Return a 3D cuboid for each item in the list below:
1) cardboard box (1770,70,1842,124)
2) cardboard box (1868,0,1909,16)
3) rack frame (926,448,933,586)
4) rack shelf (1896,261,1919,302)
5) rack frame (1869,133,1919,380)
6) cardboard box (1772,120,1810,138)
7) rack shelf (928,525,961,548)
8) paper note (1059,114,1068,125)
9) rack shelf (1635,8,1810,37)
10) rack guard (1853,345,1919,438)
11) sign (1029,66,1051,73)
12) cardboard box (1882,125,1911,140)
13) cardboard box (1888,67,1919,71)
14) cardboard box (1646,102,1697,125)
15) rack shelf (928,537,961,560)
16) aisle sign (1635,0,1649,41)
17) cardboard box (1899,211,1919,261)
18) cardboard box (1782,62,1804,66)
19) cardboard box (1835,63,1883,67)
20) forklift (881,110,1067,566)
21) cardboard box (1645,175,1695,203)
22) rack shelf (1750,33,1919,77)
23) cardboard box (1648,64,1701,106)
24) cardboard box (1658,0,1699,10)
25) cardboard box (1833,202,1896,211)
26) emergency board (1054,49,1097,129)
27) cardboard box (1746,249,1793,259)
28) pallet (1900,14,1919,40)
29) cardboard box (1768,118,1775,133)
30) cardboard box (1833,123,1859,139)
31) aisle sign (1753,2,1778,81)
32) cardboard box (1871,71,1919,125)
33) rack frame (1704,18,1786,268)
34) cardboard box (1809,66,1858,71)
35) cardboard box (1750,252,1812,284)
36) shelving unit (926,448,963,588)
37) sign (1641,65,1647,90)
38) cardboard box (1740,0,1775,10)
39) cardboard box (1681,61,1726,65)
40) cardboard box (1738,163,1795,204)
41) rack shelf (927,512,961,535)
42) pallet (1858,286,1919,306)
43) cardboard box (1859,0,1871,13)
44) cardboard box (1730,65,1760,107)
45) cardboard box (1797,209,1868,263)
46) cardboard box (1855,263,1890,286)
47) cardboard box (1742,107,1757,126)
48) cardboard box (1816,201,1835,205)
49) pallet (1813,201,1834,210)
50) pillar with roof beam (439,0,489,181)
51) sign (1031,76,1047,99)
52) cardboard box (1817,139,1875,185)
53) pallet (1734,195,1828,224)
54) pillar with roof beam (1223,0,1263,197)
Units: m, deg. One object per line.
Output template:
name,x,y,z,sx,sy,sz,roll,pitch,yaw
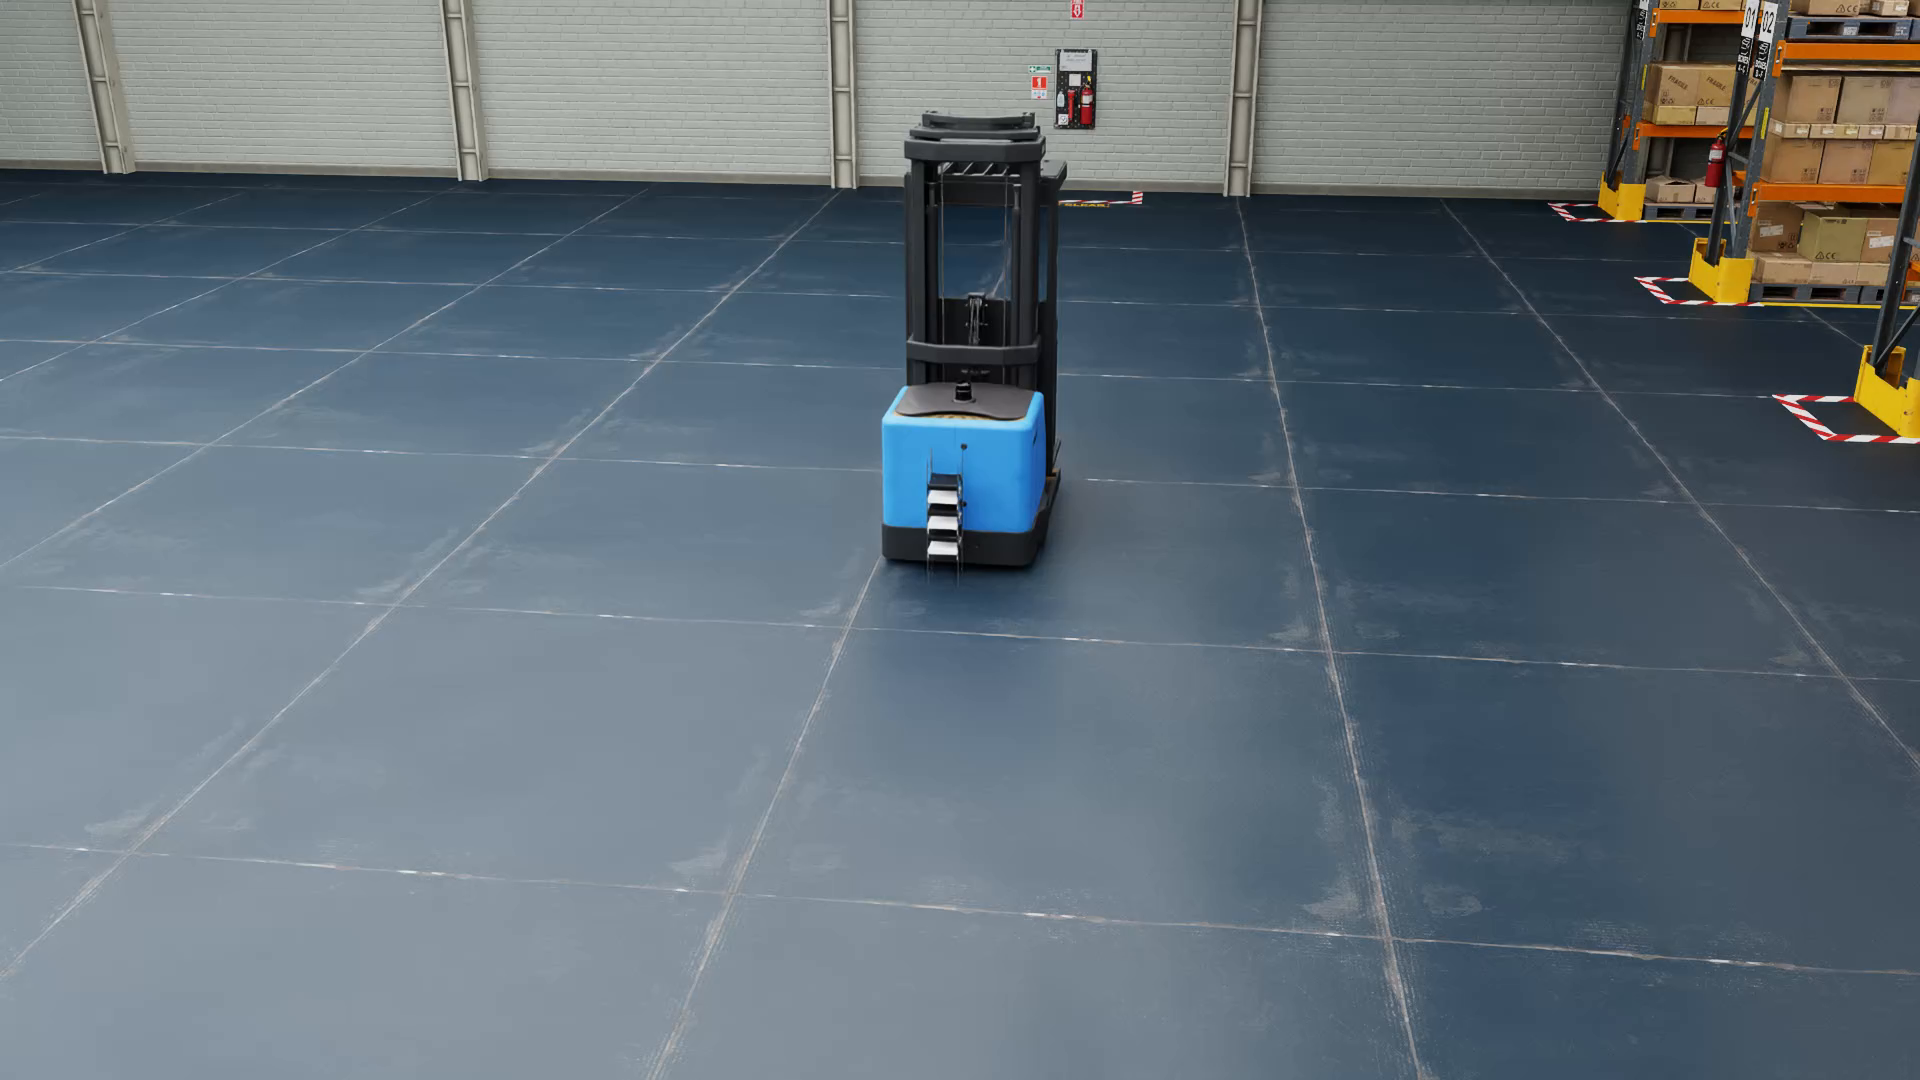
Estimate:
cardboard box,9.278,-4.887,18.321,0.500,0.500,0.700,3,22,6
cardboard box,9.911,-5.688,17.747,0.250,0.149,0.380,2,22,6
rack frame,-0.201,-0.152,11.099,0.006,0.900,0.240,3,22,7
rack shelf,10.163,-2.035,13.986,4.000,0.370,1.077,2,22,6
rack frame,8.176,-2.456,14.072,0.127,3.000,1.000,2,22,6
cardboard box,9.127,-4.517,18.267,0.250,0.149,0.380,2,22,6
rack shelf,-0.100,-0.032,11.133,0.200,0.077,0.258,3,22,7
paper note,1.564,-6.362,25.151,0.142,0.148,0.016,2,22,6
rack shelf,11.329,-7.047,22.583,4.000,0.370,1.077,2,22,6
rack guard,8.257,-1.307,14.567,0.348,0.500,1.175,2,22,6
sign,1.198,-7.060,24.949,0.331,0.109,0.001,2,22,6
cardboard box,10.153,-4.473,18.155,0.250,0.149,0.380,2,22,4
cardboard box,12.809,-6.096,22.436,0.500,0.500,0.500,2,22,6
cardboard box,9.790,-5.876,22.899,0.500,0.250,0.500,2,22,5
rack shelf,-0.100,0.052,11.166,0.200,0.077,0.258,3,22,7
aisle sign,9.236,-7.176,22.474,0.004,0.787,0.394,2,22,6
cardboard box,10.759,-3.359,18.506,0.500,0.500,0.500,2,22,6
cardboard box,11.348,-6.351,23.080,0.500,0.500,0.500,3,22,7
cardboard box,12.359,-6.309,22.974,0.500,0.500,0.500,2,22,6
forklift,0.186,-1.692,12.234,1.130,2.935,3.031,3,22,8
cardboard box,10.019,-4.965,23.476,0.500,0.311,0.500,0,22,0
rack shelf,10.749,-5.238,18.008,4.000,0.370,1.077,2,22,6
cardboard box,9.781,-6.231,22.778,0.500,0.500,0.500,3,22,6
cardboard box,9.645,-7.418,22.380,0.500,0.500,0.500,3,22,8
cardboard box,10.325,-3.577,19.057,0.500,0.500,0.500,2,22,6
emergency board,1.731,-6.739,24.906,0.643,1.169,0.194,2,22,6
cardboard box,9.330,-3.266,19.289,0.500,0.250,0.500,2,22,6
pallet,10.677,-5.526,17.879,1.213,0.211,1.003,2,22,6
cardboard box,9.165,-4.666,18.643,0.250,0.149,0.380,2,22,5
cardboard box,9.638,-4.495,18.212,0.250,0.149,0.380,3,22,7
aisle sign,8.662,-5.364,17.893,0.004,0.787,0.394,2,22,6
cardboard box,10.301,-4.845,18.214,0.500,0.500,0.700,3,22,7
rack frame,8.763,-4.264,18.646,0.127,3.000,1.000,2,22,6
cardboard box,11.814,-6.141,22.550,0.500,0.500,0.500,2,22,5
cardboard box,9.270,-3.077,18.811,0.500,0.250,0.500,2,22,6
shelving unit,-0.100,-0.147,11.087,0.210,0.900,0.258,3,22,7
sign,9.279,-6.278,22.561,0.005,0.325,0.100,2,22,6
cardboard box,10.690,-7.361,22.236,0.500,0.500,0.500,4,22,9
cardboard box,10.334,-6.393,23.188,0.500,0.500,0.500,3,22,7
cardboard box,11.308,-4.978,23.252,0.500,0.500,0.700,1,22,3
rack shelf,-0.100,-0.116,11.100,0.200,0.077,0.258,3,22,7
pallet,10.736,-2.896,18.978,1.213,0.211,1.003,2,22,6
cardboard box,9.938,-5.896,18.137,0.500,0.250,0.500,2,22,6
cardboard box,10.783,-6.181,22.652,0.500,0.500,0.500,2,22,5
cardboard box,9.766,-3.404,18.620,0.500,0.500,0.500,2,22,6
cardboard box,10.263,-3.034,18.704,0.500,0.250,0.500,2,22,6
cardboard box,10.812,-5.834,22.794,0.500,0.250,0.500,2,22,5
cardboard box,12.279,-4.973,23.239,0.500,0.500,0.500,1,22,2
pallet,12.644,-4.619,23.337,1.213,0.211,1.003,2,22,6
pillar with roof beam,-8.242,-8.356,20.835,0.400,9.000,9.100,2,22,6
sign,1.195,-6.817,25.055,0.234,0.329,0.001,2,22,6
cardboard box,9.747,-4.265,18.512,0.500,0.500,0.700,3,22,8
pallet,11.429,-4.671,23.468,1.213,0.211,1.003,2,22,6
pillar with roof beam,3.674,-7.836,19.522,0.400,9.000,9.100,2,22,6
